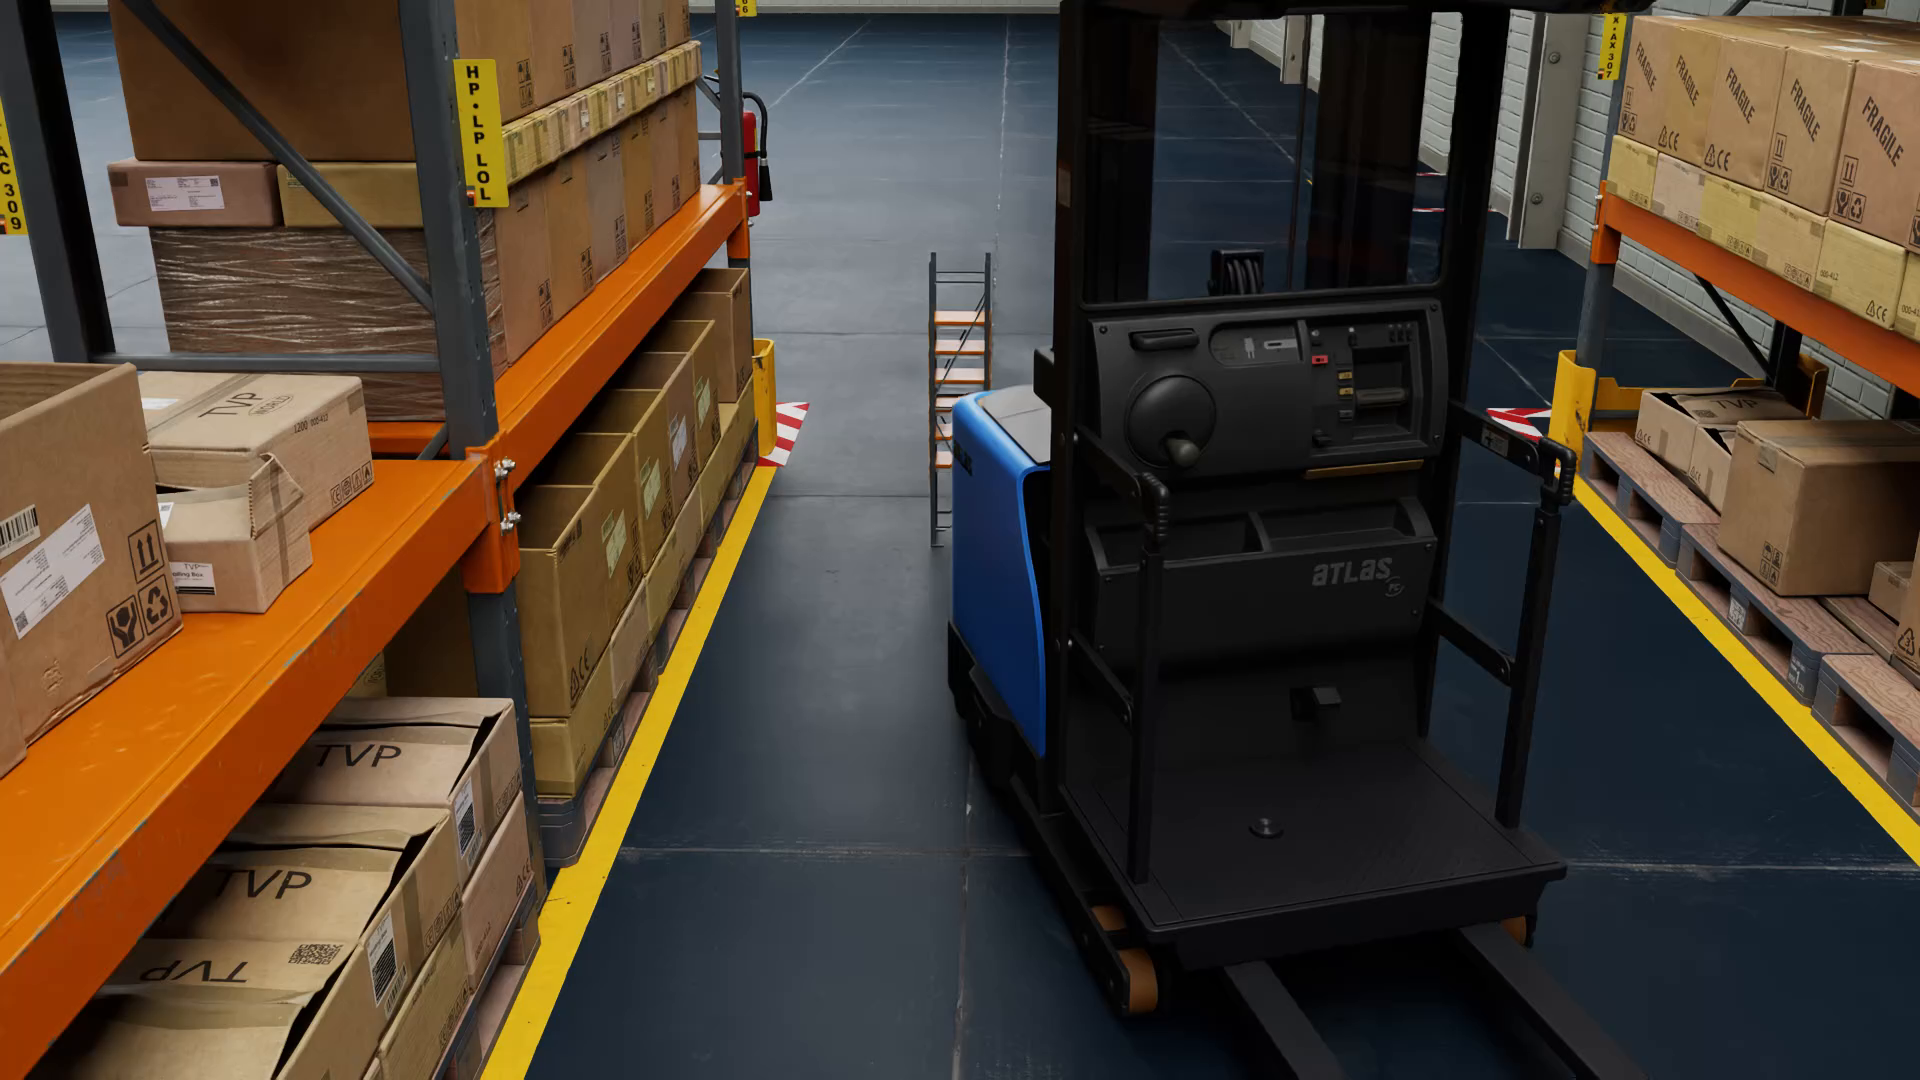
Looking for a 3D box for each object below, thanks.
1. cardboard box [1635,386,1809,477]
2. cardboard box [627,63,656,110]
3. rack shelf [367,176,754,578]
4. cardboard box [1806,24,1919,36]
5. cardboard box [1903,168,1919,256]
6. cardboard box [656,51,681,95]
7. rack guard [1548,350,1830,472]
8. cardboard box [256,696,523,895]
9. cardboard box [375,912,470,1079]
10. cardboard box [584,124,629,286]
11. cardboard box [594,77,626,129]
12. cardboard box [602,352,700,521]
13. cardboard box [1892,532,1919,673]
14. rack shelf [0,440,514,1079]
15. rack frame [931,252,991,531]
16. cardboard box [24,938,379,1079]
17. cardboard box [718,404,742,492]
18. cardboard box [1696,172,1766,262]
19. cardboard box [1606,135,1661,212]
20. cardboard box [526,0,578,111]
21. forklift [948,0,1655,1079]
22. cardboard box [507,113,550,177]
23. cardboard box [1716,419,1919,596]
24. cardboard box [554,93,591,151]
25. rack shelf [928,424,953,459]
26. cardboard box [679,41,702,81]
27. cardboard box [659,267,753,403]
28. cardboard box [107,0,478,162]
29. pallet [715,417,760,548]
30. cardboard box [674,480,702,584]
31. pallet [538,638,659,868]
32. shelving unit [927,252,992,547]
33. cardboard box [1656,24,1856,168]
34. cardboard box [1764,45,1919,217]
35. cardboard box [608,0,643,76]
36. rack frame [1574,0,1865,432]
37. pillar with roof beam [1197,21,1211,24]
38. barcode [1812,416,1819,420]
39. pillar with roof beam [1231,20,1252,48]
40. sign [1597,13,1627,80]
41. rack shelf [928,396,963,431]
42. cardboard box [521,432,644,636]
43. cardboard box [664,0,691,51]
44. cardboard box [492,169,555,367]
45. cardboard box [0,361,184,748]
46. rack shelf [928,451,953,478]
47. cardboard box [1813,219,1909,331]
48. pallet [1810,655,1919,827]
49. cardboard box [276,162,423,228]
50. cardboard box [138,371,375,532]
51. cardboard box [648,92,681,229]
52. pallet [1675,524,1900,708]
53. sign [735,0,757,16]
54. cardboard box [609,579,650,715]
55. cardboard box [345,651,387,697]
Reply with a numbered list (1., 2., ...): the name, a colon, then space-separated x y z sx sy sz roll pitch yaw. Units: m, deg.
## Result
1. cardboard box: 3.338 -0.509 7.303 0.500 0.311 0.500 -2 21 -4
2. cardboard box: -1.355 -1.696 6.217 0.380 0.149 0.250 1 21 3
3. rack shelf: -1.563 -0.801 5.942 1.077 0.370 4.000 1 21 2
4. cardboard box: 3.622 -1.741 6.512 0.500 0.500 0.500 1 21 2
5. cardboard box: 3.042 -1.004 4.613 0.500 0.500 0.500 1 21 1
6. cardboard box: -1.338 -1.881 6.696 0.380 0.149 0.250 0 21 1
7. rack guard: 3.447 -0.614 7.920 1.175 0.500 0.348 1 21 2
8. cardboard box: -1.350 0.561 3.882 0.500 0.311 0.500 1 21 2
9. cardboard box: -1.364 1.009 3.503 0.500 0.250 0.500 0 21 1
10. cardboard box: -1.574 -1.178 5.780 0.700 0.500 0.500 1 21 3
11. cardboard box: -1.369 -1.508 5.733 0.380 0.149 0.250 0 21 1
12. cardboard box: -1.253 -0.384 6.055 0.500 0.500 0.500 1 21 2
13. cardboard box: 3.319 0.224 5.152 0.500 0.500 0.500 -1 21 -2
14. rack shelf: -1.685 0.645 2.214 1.077 0.370 4.000 1 21 2
15. rack frame: 0.003 -0.598 6.911 0.240 1.200 0.006 1 21 2
16. cardboard box: -1.377 0.929 2.932 0.500 0.311 0.500 1 21 1
17. cardboard box: -1.227 -0.396 7.122 0.500 0.250 0.500 1 21 2
18. cardboard box: 3.094 -1.201 6.157 0.500 0.250 0.500 0 21 1
19. cardboard box: 3.117 -1.573 7.116 0.500 0.250 0.500 0 21 0
20. cardboard box: -1.587 -1.589 5.046 0.700 0.500 0.500 1 21 2
21. forklift: 0.831 -0.363 3.914 1.130 2.935 3.031 -5 22 -14
22. cardboard box: -1.402 -1.136 4.776 0.380 0.149 0.250 0 21 1
23. cardboard box: 3.249 -0.126 6.055 0.700 0.500 0.500 -1 21 -2
24. cardboard box: -1.387 -1.323 5.258 0.380 0.149 0.250 0 21 0
25. rack shelf: 0.000 -0.411 6.885 0.258 0.103 0.180 1 21 2
26. cardboard box: -1.324 -2.068 7.178 0.380 0.149 0.250 0 21 1
27. cardboard box: -1.221 -0.926 7.453 0.500 0.500 0.500 1 21 2
28. cardboard box: -1.617 -1.225 4.109 0.700 0.500 0.500 1 21 2
29. pallet: -1.484 -0.283 7.466 1.003 0.211 1.213 1 21 2
30. cardboard box: -1.257 -0.034 6.190 0.500 0.250 0.500 1 21 2
31. pallet: -1.558 0.599 5.192 1.003 0.211 1.213 1 21 2
32. shelving unit: 0.000 -0.565 6.825 0.258 1.200 0.189 1 21 2
33. cardboard box: 3.109 -1.748 6.529 0.500 0.500 0.500 1 21 2
34. cardboard box: 3.083 -1.374 5.567 0.500 0.500 0.500 1 21 3
35. cardboard box: -1.556 -1.951 5.979 0.700 0.500 0.500 1 21 2
36. rack frame: 3.449 -1.807 7.538 1.000 3.000 0.127 1 21 2
37. pillar with roof beam: 0.902 -15.235 33.854 9.100 9.000 0.400 1 21 2
38. barcode: 3.737 -0.502 7.273 0.001 0.075 0.075 1 21 2
39. pillar with roof beam: 0.719 -13.066 28.263 9.100 9.000 0.400 1 21 2
40. sign: 2.907 -2.216 7.397 0.100 0.325 0.005 1 21 2
41. rack shelf: 0.000 -0.523 6.841 0.258 0.103 0.180 1 21 2
42. cardboard box: -1.290 -0.022 5.123 0.500 0.500 0.500 1 21 2
43. cardboard box: -1.531 -2.323 6.938 0.700 0.500 0.500 1 21 2
44. cardboard box: -1.607 -0.811 4.835 0.700 0.500 0.500 0 21 1
45. cardboard box: -1.680 0.008 2.724 0.500 0.500 0.500 2 21 6
46. rack shelf: 0.000 -0.299 6.928 0.258 0.103 0.180 1 21 2
47. cardboard box: 3.062 -0.836 5.217 0.500 0.250 0.500 1 21 1
48. pallet: 3.313 0.696 4.942 1.003 0.211 1.213 1 21 2
49. cardboard box: -1.422 -0.858 4.057 0.380 0.149 0.250 1 21 2
50. cardboard box: -1.595 -0.165 3.515 0.500 0.250 0.500 2 21 5
51. cardboard box: -1.541 -1.548 6.733 0.700 0.500 0.500 1 21 3
52. pallet: 3.347 0.254 6.082 1.003 0.211 1.213 1 21 2
53. sign: -0.960 -2.499 7.395 0.100 0.325 0.005 1 21 2
54. cardboard box: -1.287 0.328 5.259 0.500 0.250 0.500 1 21 2
55. cardboard box: -1.828 0.503 4.808 0.500 0.250 0.500 1 21 2
